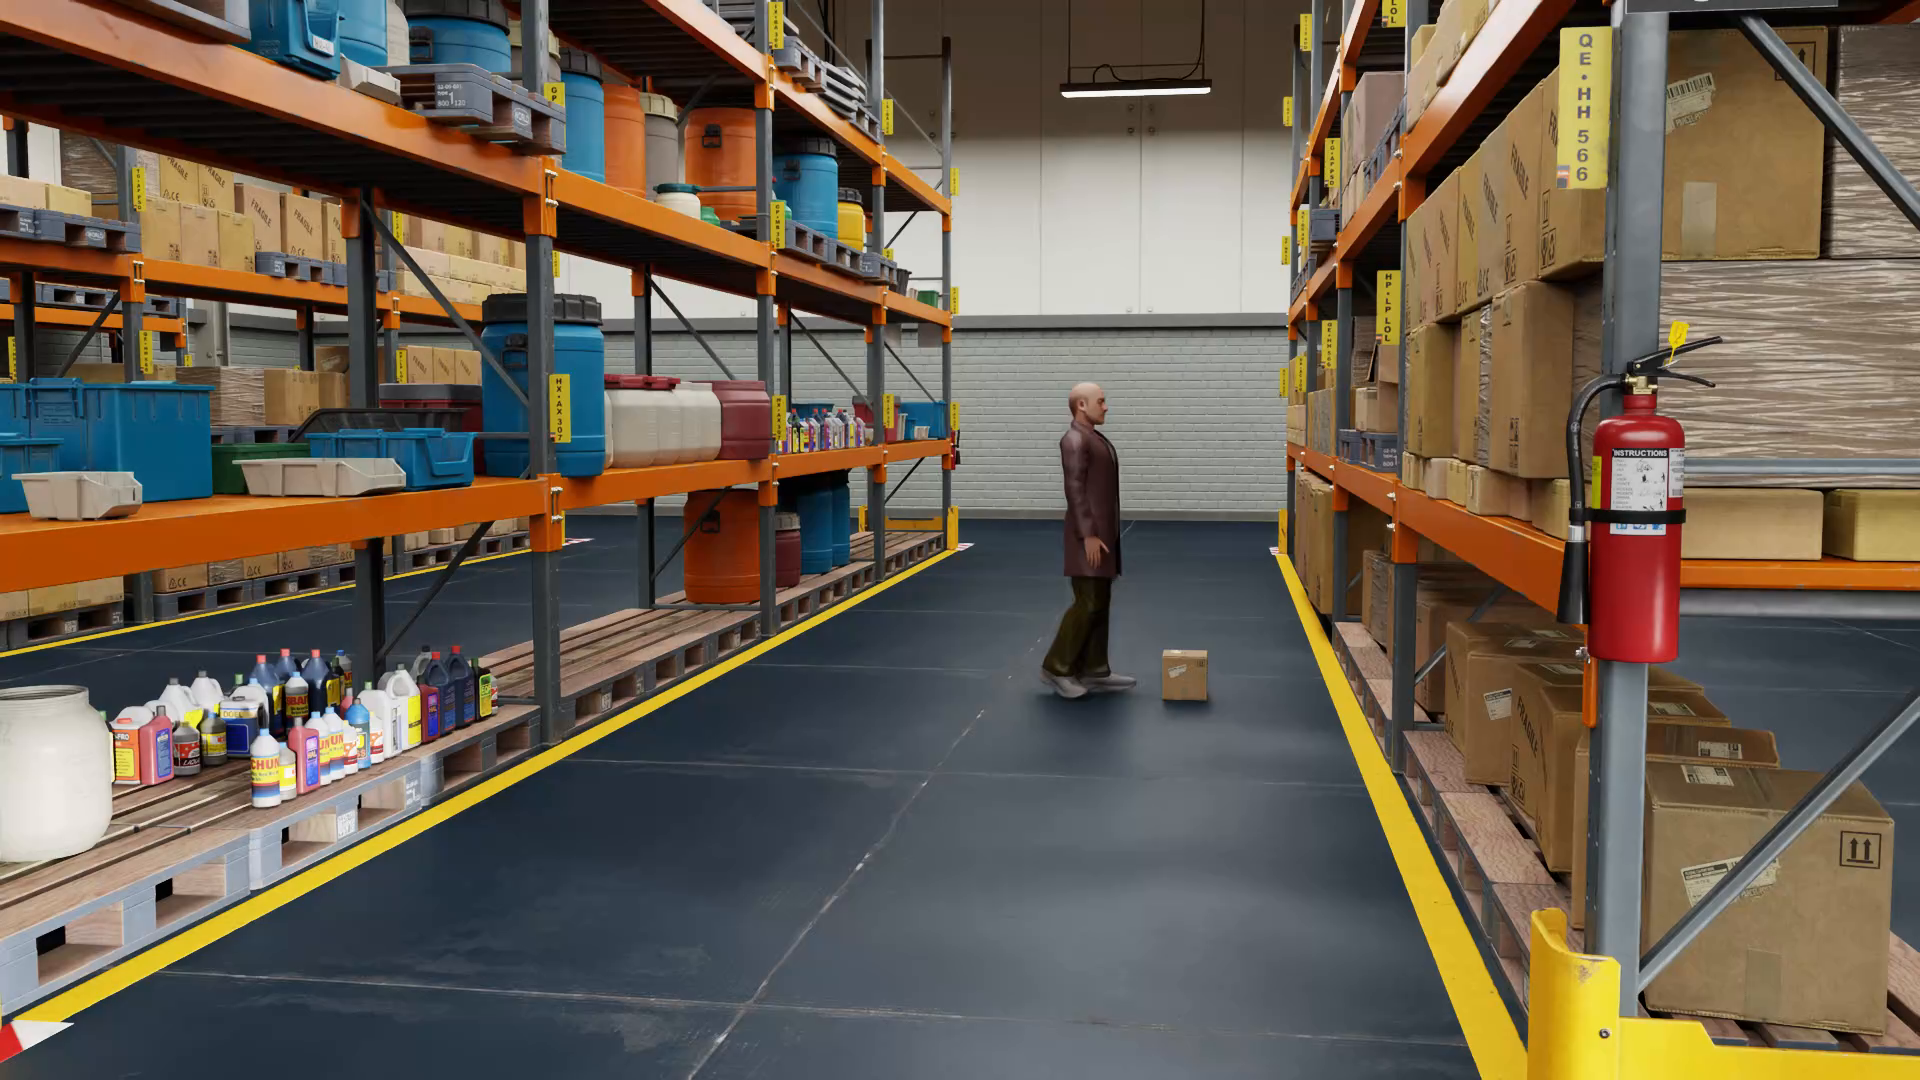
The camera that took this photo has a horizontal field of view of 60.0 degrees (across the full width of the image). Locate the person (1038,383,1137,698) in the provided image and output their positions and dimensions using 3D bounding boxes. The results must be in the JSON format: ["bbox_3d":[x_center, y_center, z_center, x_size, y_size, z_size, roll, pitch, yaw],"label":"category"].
[{"bbox_3d":[0.731,-0.010,9.520,0.540,1.777,0.631,1,5,16],"label":"person"}]
